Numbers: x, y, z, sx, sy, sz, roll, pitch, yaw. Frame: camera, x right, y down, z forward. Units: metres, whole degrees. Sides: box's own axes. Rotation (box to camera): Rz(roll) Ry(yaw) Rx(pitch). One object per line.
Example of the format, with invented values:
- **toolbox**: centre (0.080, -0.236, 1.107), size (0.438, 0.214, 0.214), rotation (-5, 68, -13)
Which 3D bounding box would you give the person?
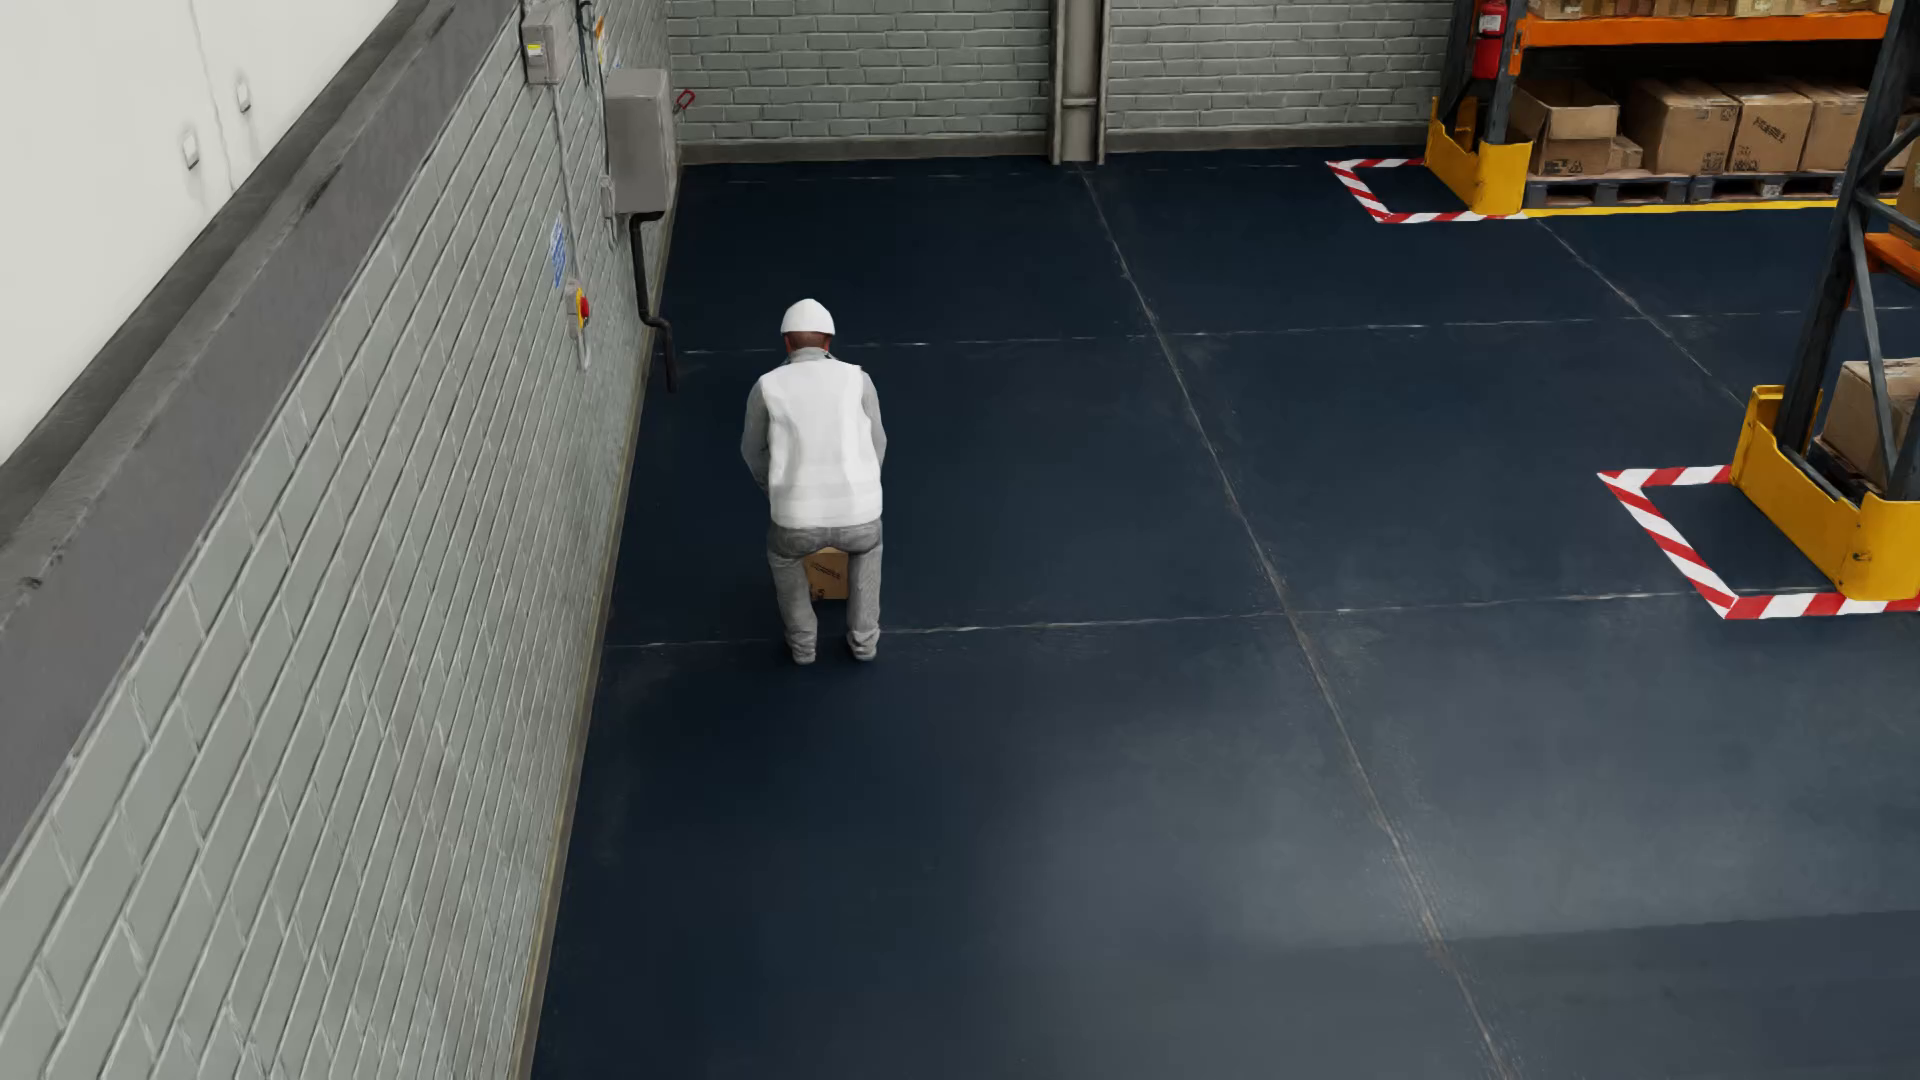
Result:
- **person**: centre (-0.584, -0.200, 6.762), size (0.591, 1.449, 0.753), rotation (-3, 31, -4)
